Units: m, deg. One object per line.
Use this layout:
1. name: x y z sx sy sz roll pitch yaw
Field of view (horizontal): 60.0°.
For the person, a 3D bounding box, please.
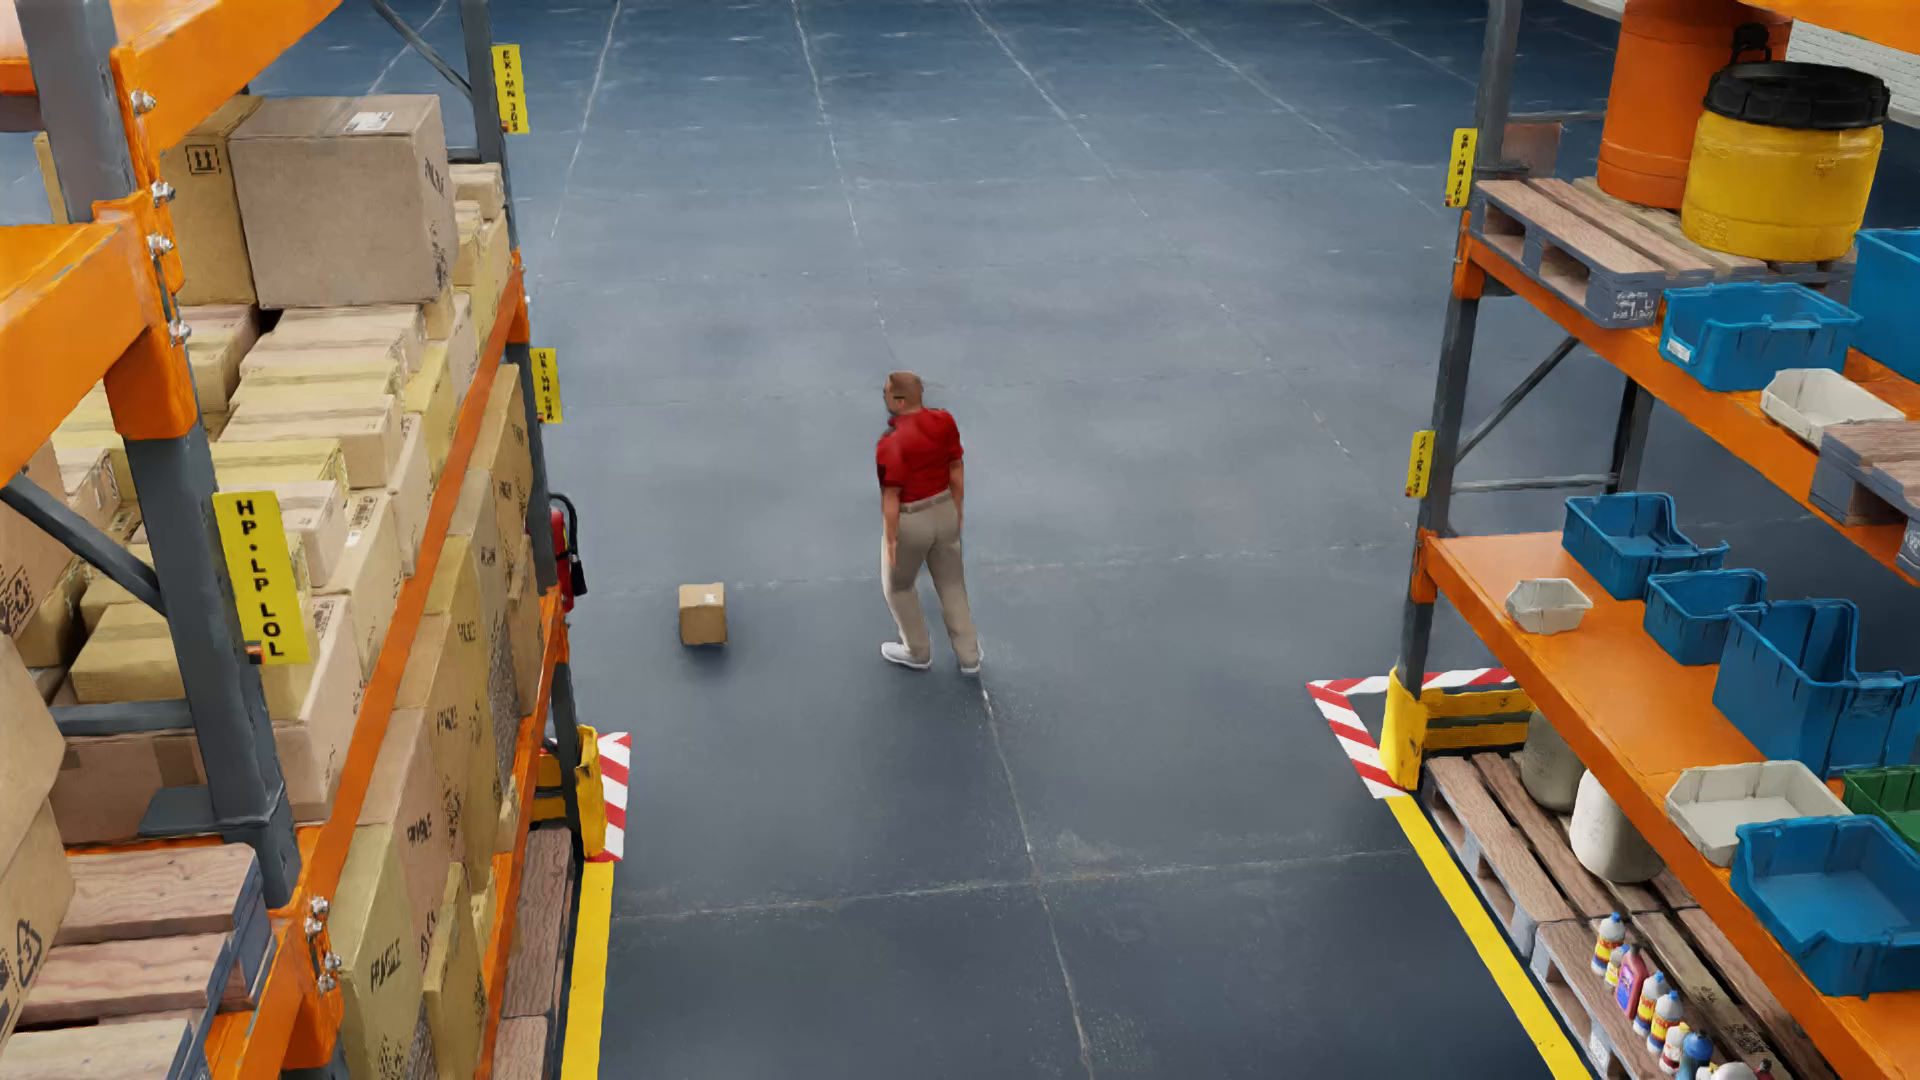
1. person: -0.169 -0.075 8.790 0.585 1.714 0.577 -21 34 -35
